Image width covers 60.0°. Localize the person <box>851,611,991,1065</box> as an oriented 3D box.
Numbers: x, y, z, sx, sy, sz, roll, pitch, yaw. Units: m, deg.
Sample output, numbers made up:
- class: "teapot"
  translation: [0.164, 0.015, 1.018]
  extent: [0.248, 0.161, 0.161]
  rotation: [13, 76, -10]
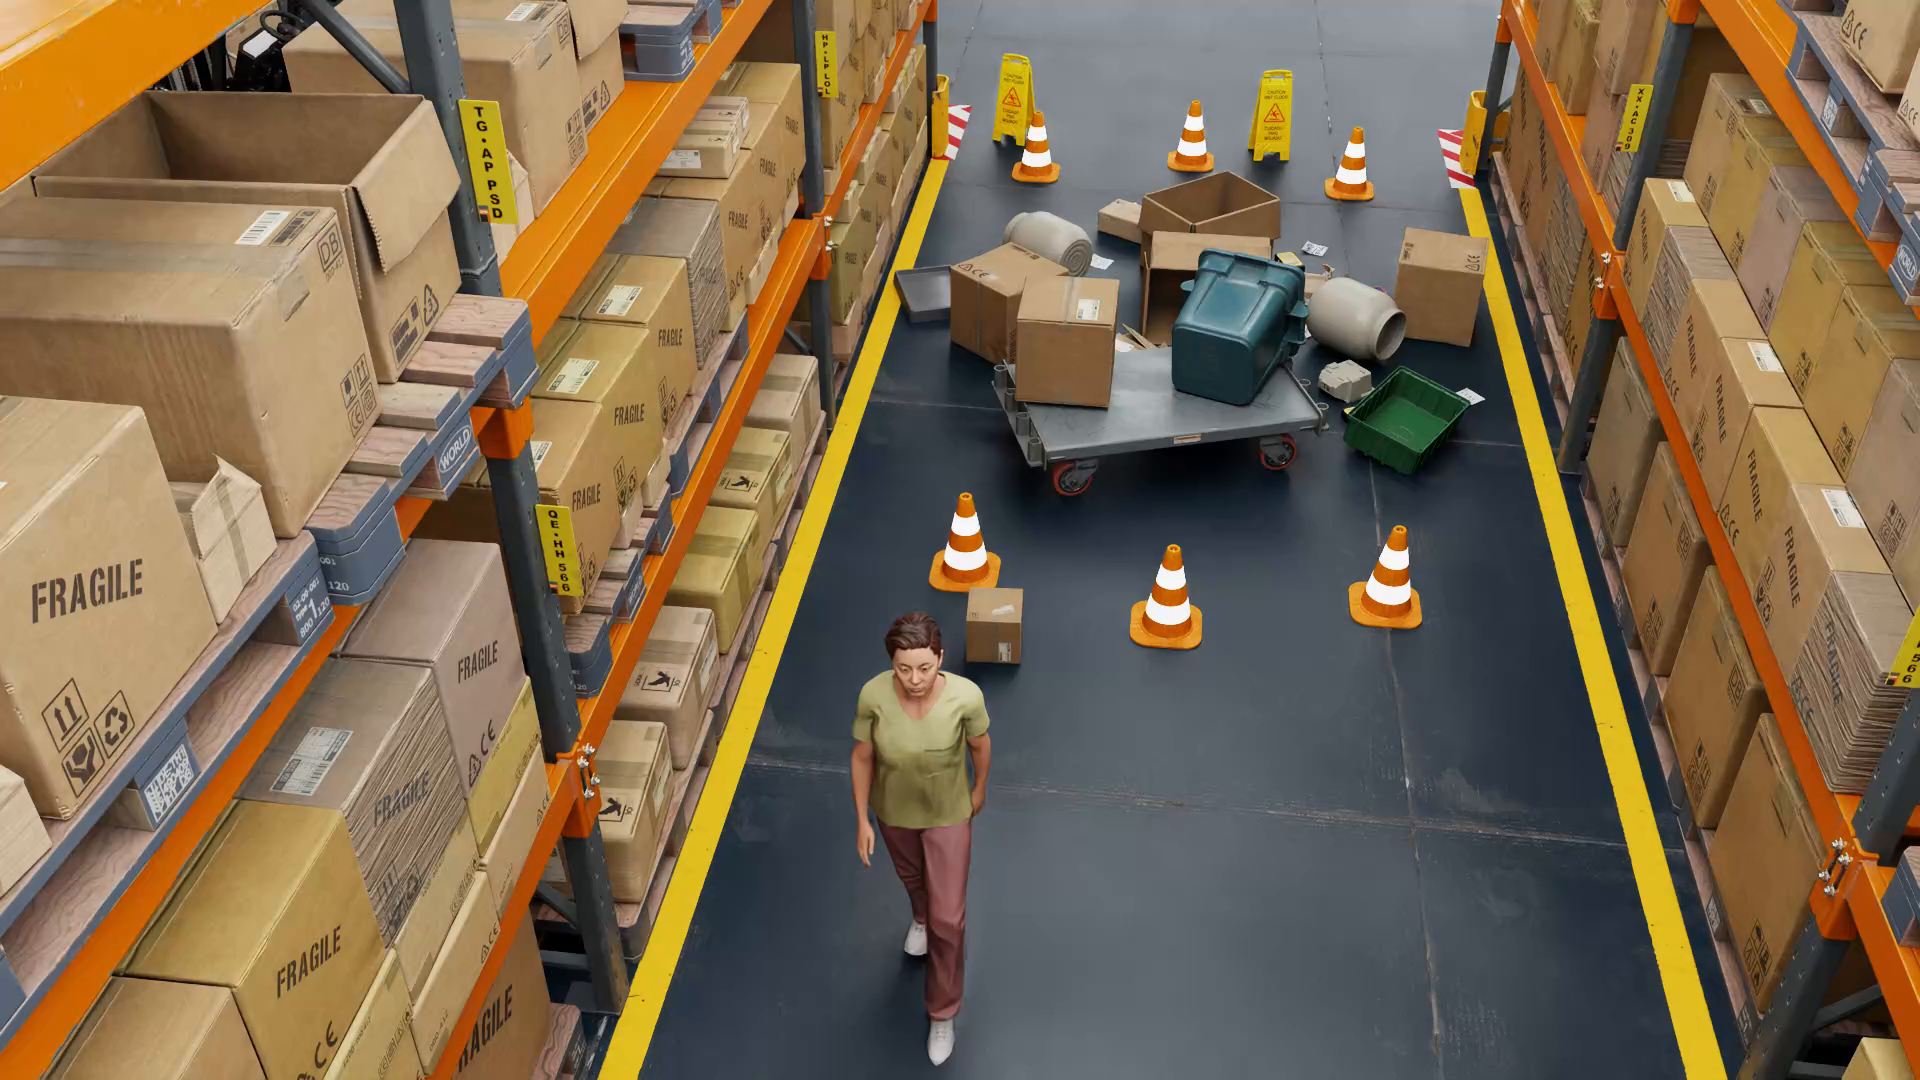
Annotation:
- class: "person"
  translation: [-0.147, 0.978, 5.723]
  extent: [0.459, 1.705, 0.722]
  rotation: [6, 37, 8]
